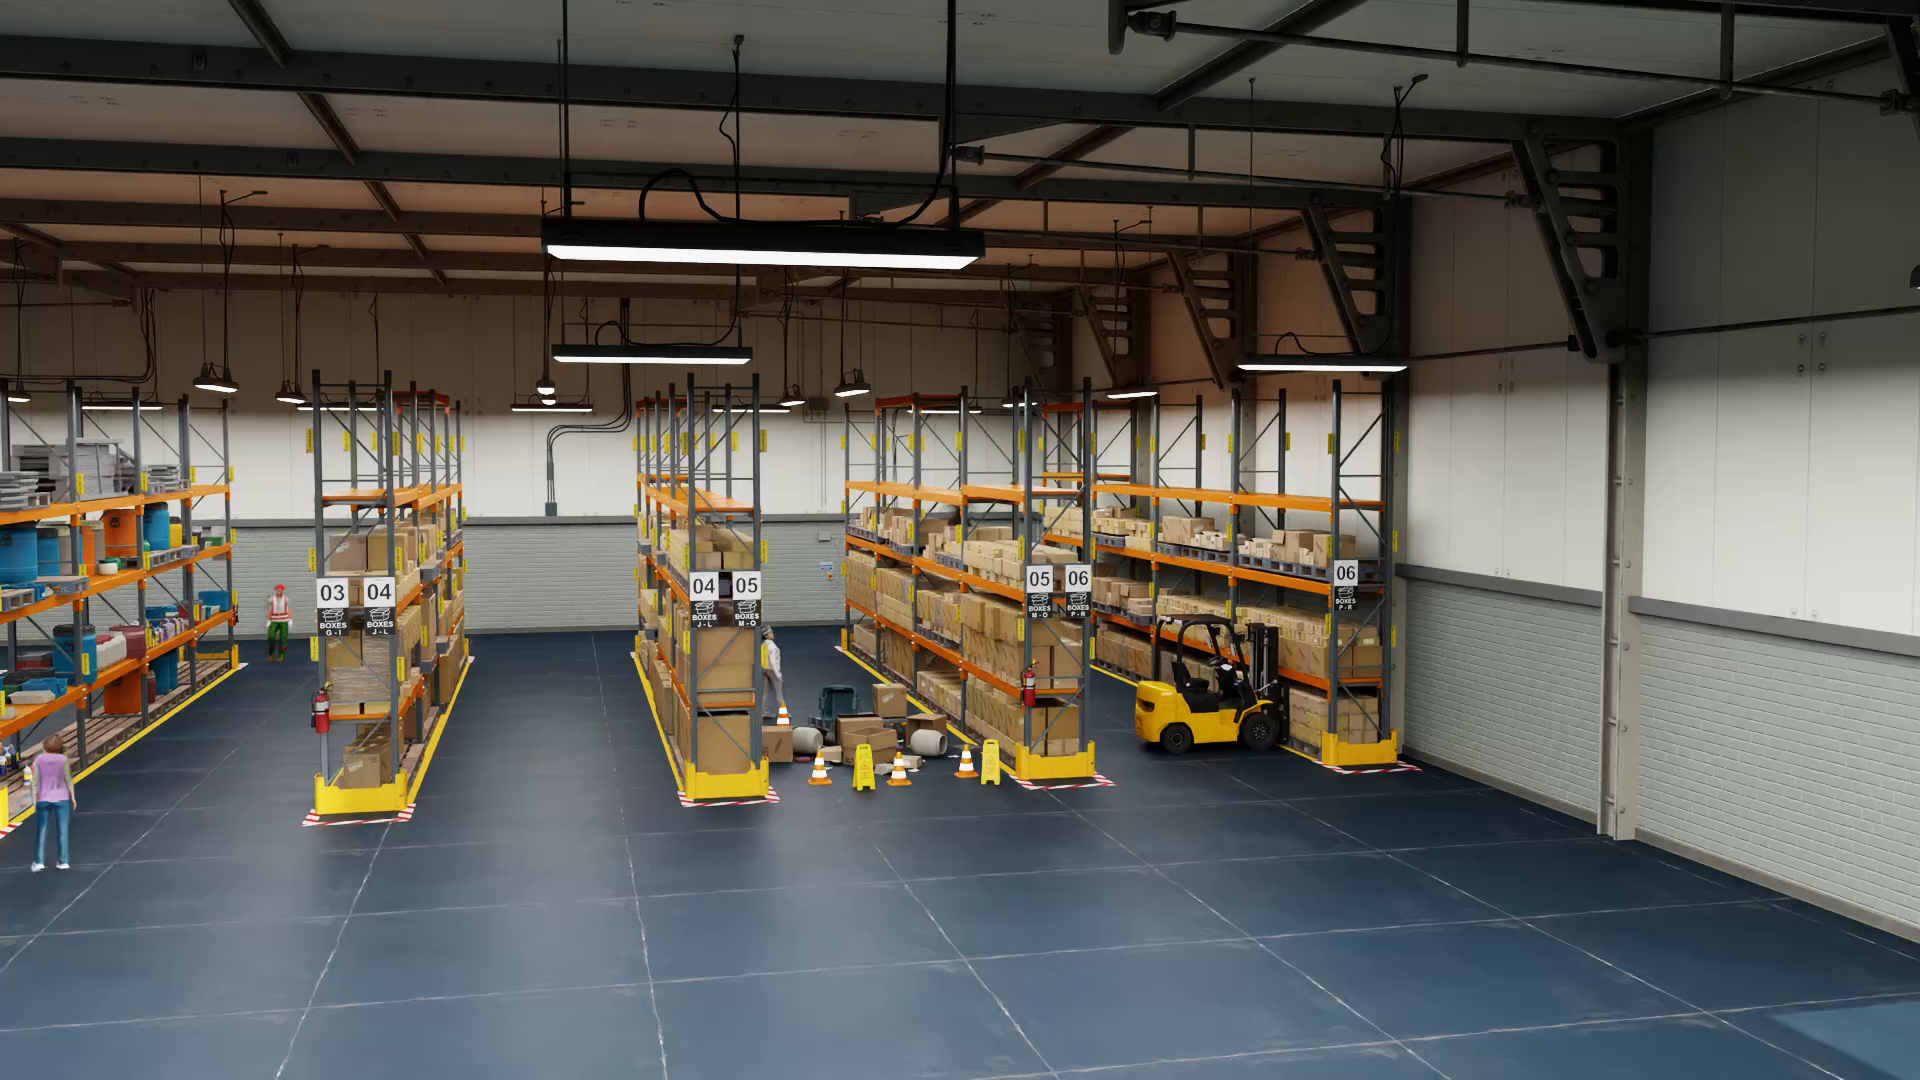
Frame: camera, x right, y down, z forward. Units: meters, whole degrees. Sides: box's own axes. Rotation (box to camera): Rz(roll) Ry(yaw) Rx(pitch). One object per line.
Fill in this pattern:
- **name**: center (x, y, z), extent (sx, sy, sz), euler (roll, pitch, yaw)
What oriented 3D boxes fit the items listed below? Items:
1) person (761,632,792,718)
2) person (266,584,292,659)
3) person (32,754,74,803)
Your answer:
- **person**: center (-3.384, 2.440, 30.456), extent (0.501, 1.652, 0.506), euler (-2, 4, -37)
- **person**: center (-15.693, 1.879, 38.329), extent (0.557, 1.738, 0.399), euler (-1, 3, -18)
- **person**: center (-10.635, 2.774, 19.498), extent (0.431, 0.562, 0.299), euler (-1, 3, -11)
